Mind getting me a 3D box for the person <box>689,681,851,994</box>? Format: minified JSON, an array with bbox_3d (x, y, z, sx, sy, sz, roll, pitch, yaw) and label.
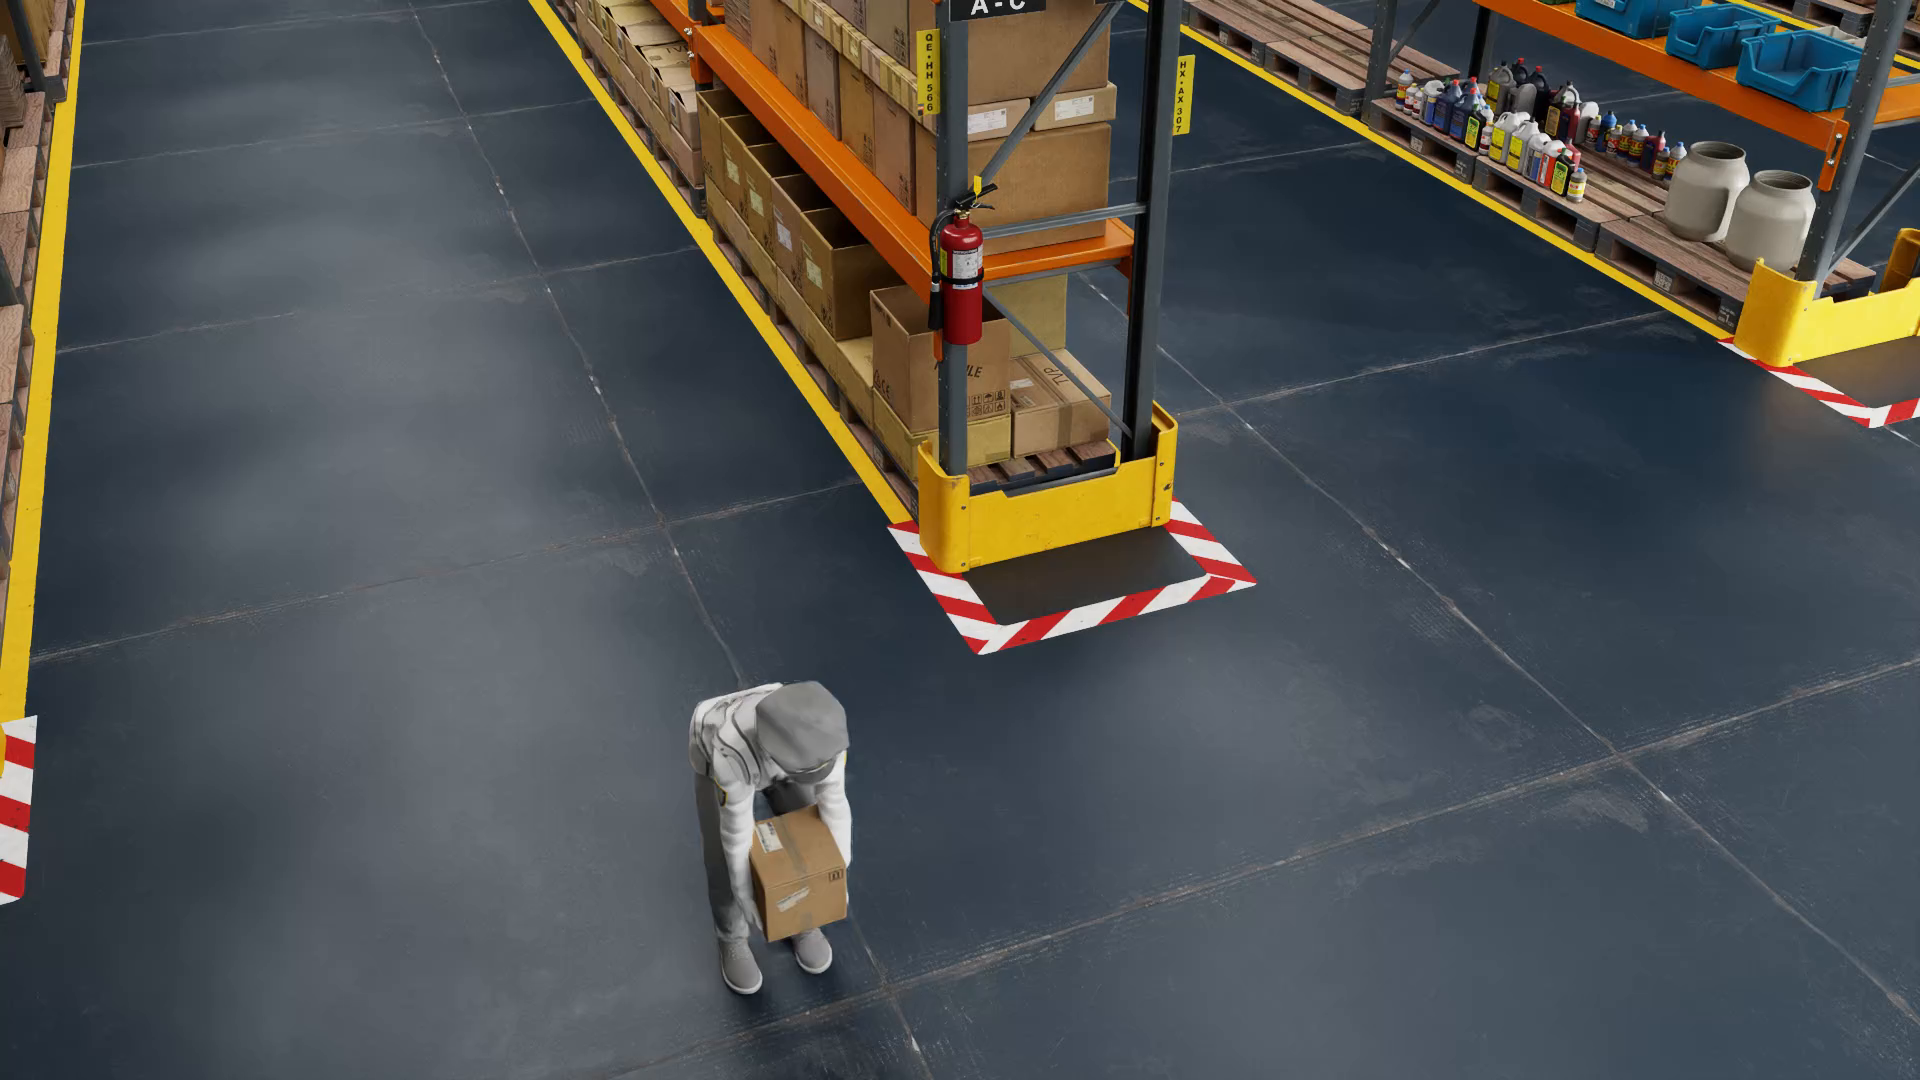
[{"bbox_3d":[-0.543,0.890,5.025,0.405,1.427,0.814,-14,36,-20],"label":"person"}]
